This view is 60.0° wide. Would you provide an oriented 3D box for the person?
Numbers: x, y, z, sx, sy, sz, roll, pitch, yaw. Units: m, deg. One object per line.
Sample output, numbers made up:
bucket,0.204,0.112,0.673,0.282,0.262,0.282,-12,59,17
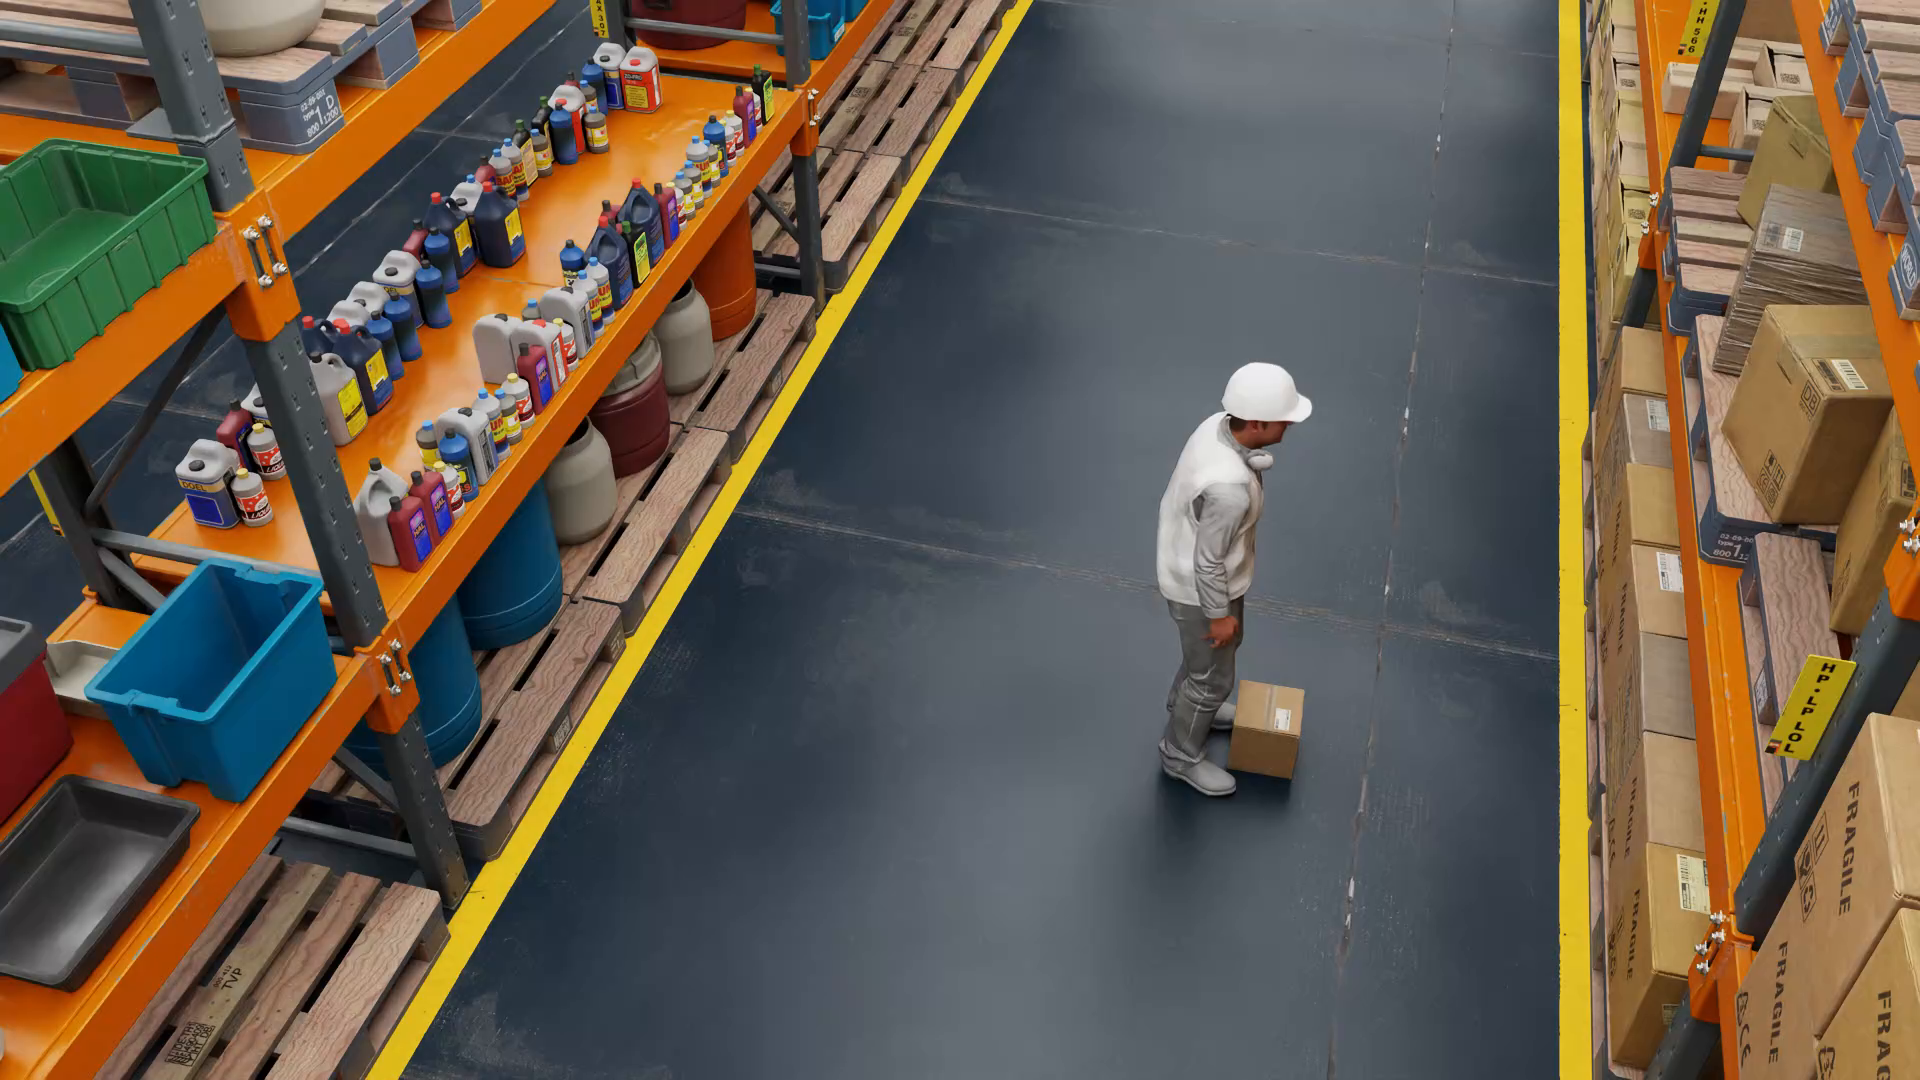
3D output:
person,0.932,0.116,6.004,0.465,1.770,0.590,8,41,9
